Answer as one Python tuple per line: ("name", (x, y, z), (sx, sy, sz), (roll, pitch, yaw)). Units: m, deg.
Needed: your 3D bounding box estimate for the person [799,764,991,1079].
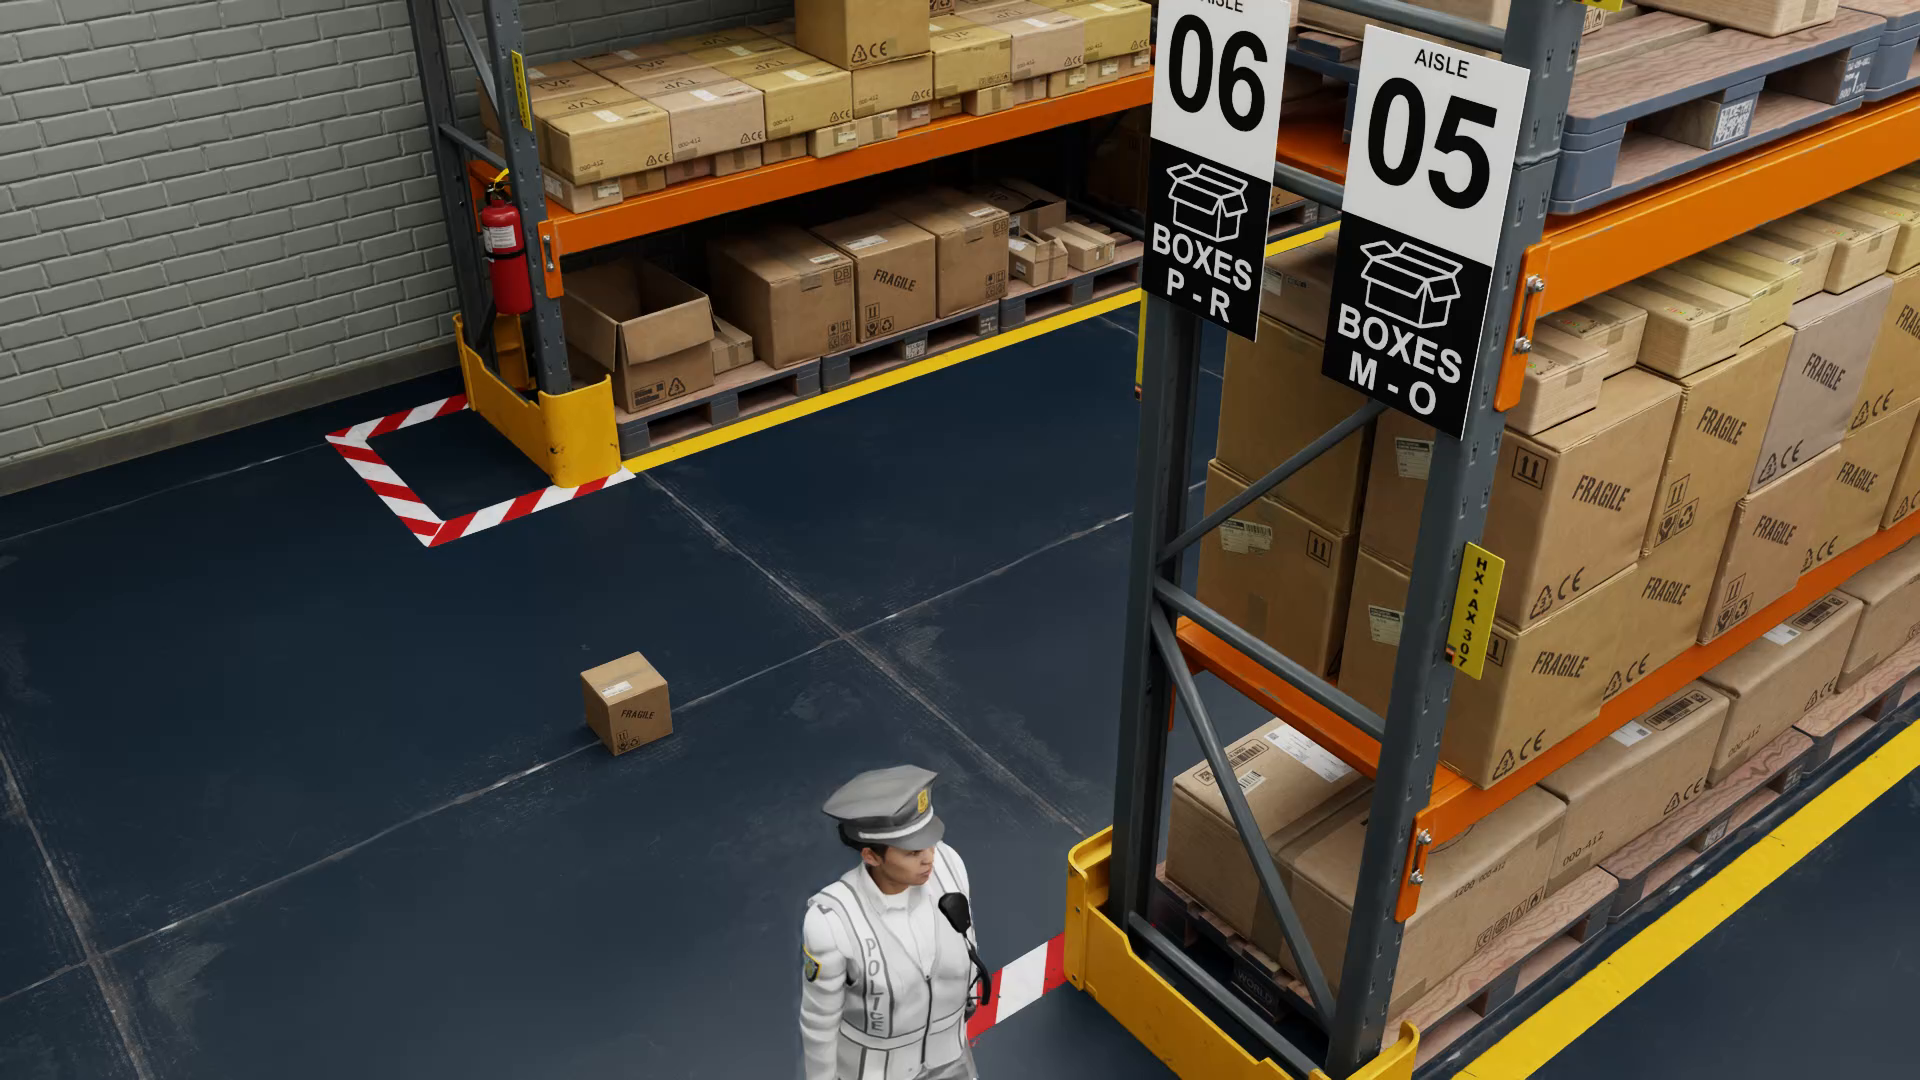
("person", (-0.159, 1.241, 4.118), (0.512, 1.671, 0.519), (-19, 37, -27))
